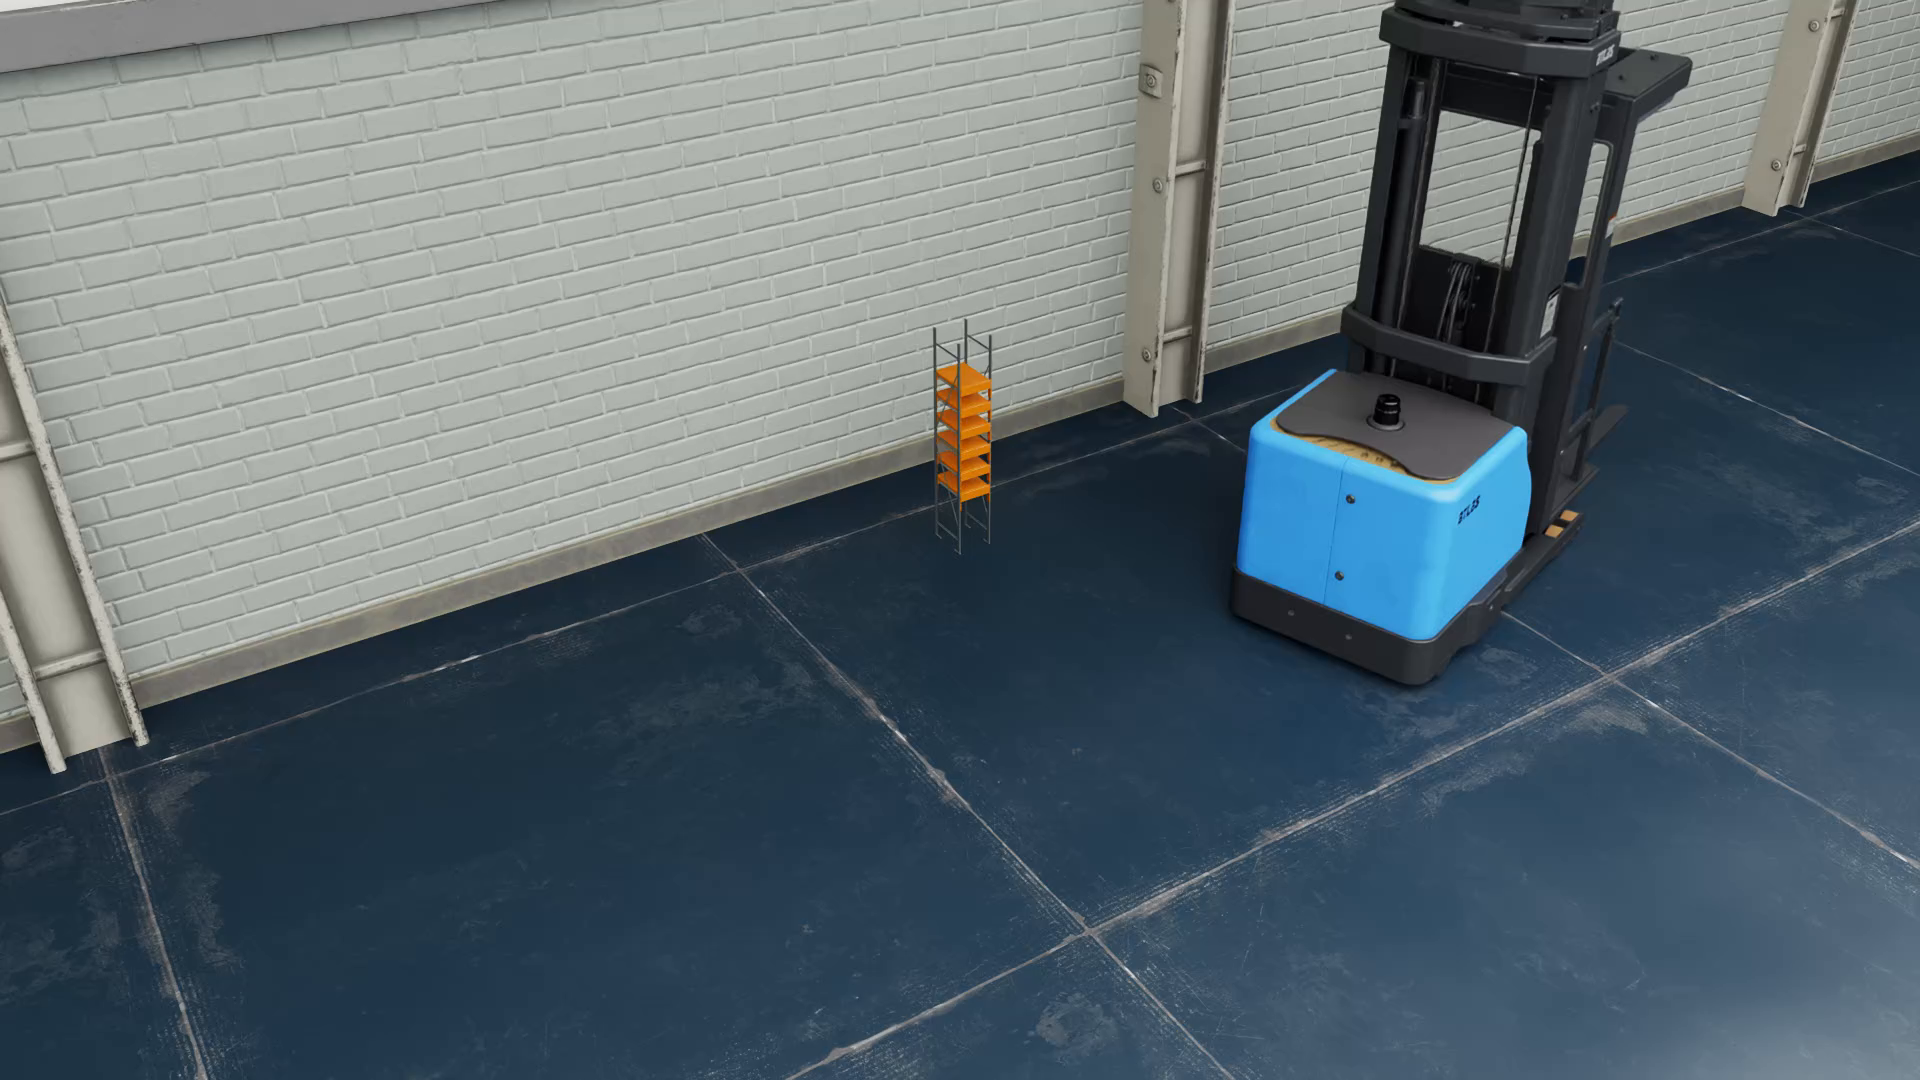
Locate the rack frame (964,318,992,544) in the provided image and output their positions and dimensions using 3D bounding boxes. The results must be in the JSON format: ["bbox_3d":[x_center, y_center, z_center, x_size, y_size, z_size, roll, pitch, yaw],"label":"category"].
[{"bbox_3d":[0.089,-0.538,8.478,0.006,1.200,0.240,-19,37,-27],"label":"rack frame"}]

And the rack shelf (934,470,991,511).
[{"bbox_3d":[0.012,-0.271,8.588,0.180,0.103,0.258,-19,37,-27],"label":"rack shelf"}]

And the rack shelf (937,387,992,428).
[{"bbox_3d":[0.012,-0.677,8.332,0.180,0.103,0.258,-19,37,-27],"label":"rack shelf"}]

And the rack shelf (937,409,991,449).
[{"bbox_3d":[0.012,-0.576,8.396,0.180,0.103,0.258,-19,37,-27],"label":"rack shelf"}]

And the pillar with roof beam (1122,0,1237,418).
[{"bbox_3d":[3.554,-2.729,4.641,0.400,9.000,9.100,-19,37,-27],"label":"pillar with roof beam"}]

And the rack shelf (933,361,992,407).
[{"bbox_3d":[0.012,-0.779,8.268,0.180,0.103,0.258,-19,37,-27],"label":"rack shelf"}]

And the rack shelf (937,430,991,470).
[{"bbox_3d":[0.012,-0.474,8.460,0.180,0.103,0.258,-19,37,-27],"label":"rack shelf"}]

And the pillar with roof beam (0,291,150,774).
[{"bbox_3d":[-1.489,-0.994,1.892,0.400,9.000,9.100,-19,37,-27],"label":"pillar with roof beam"}]

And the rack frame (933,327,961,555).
[{"bbox_3d":[-0.065,-0.485,8.395,0.006,1.200,0.240,-19,37,-27],"label":"rack frame"}]

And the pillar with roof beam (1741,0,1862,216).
[{"bbox_3d":[8.597,-4.463,7.390,0.400,9.000,9.100,-19,37,-27],"label":"pillar with roof beam"}]

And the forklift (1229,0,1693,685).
[{"bbox_3d":[2.625,-1.300,8.064,1.130,2.935,3.031,23,39,32],"label":"forklift"}]

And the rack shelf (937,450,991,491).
[{"bbox_3d":[0.012,-0.373,8.524,0.180,0.103,0.258,-19,37,-27],"label":"rack shelf"}]

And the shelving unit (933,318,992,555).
[{"bbox_3d":[0.012,-0.512,8.437,0.189,1.200,0.258,-19,37,-27],"label":"shelving unit"}]
